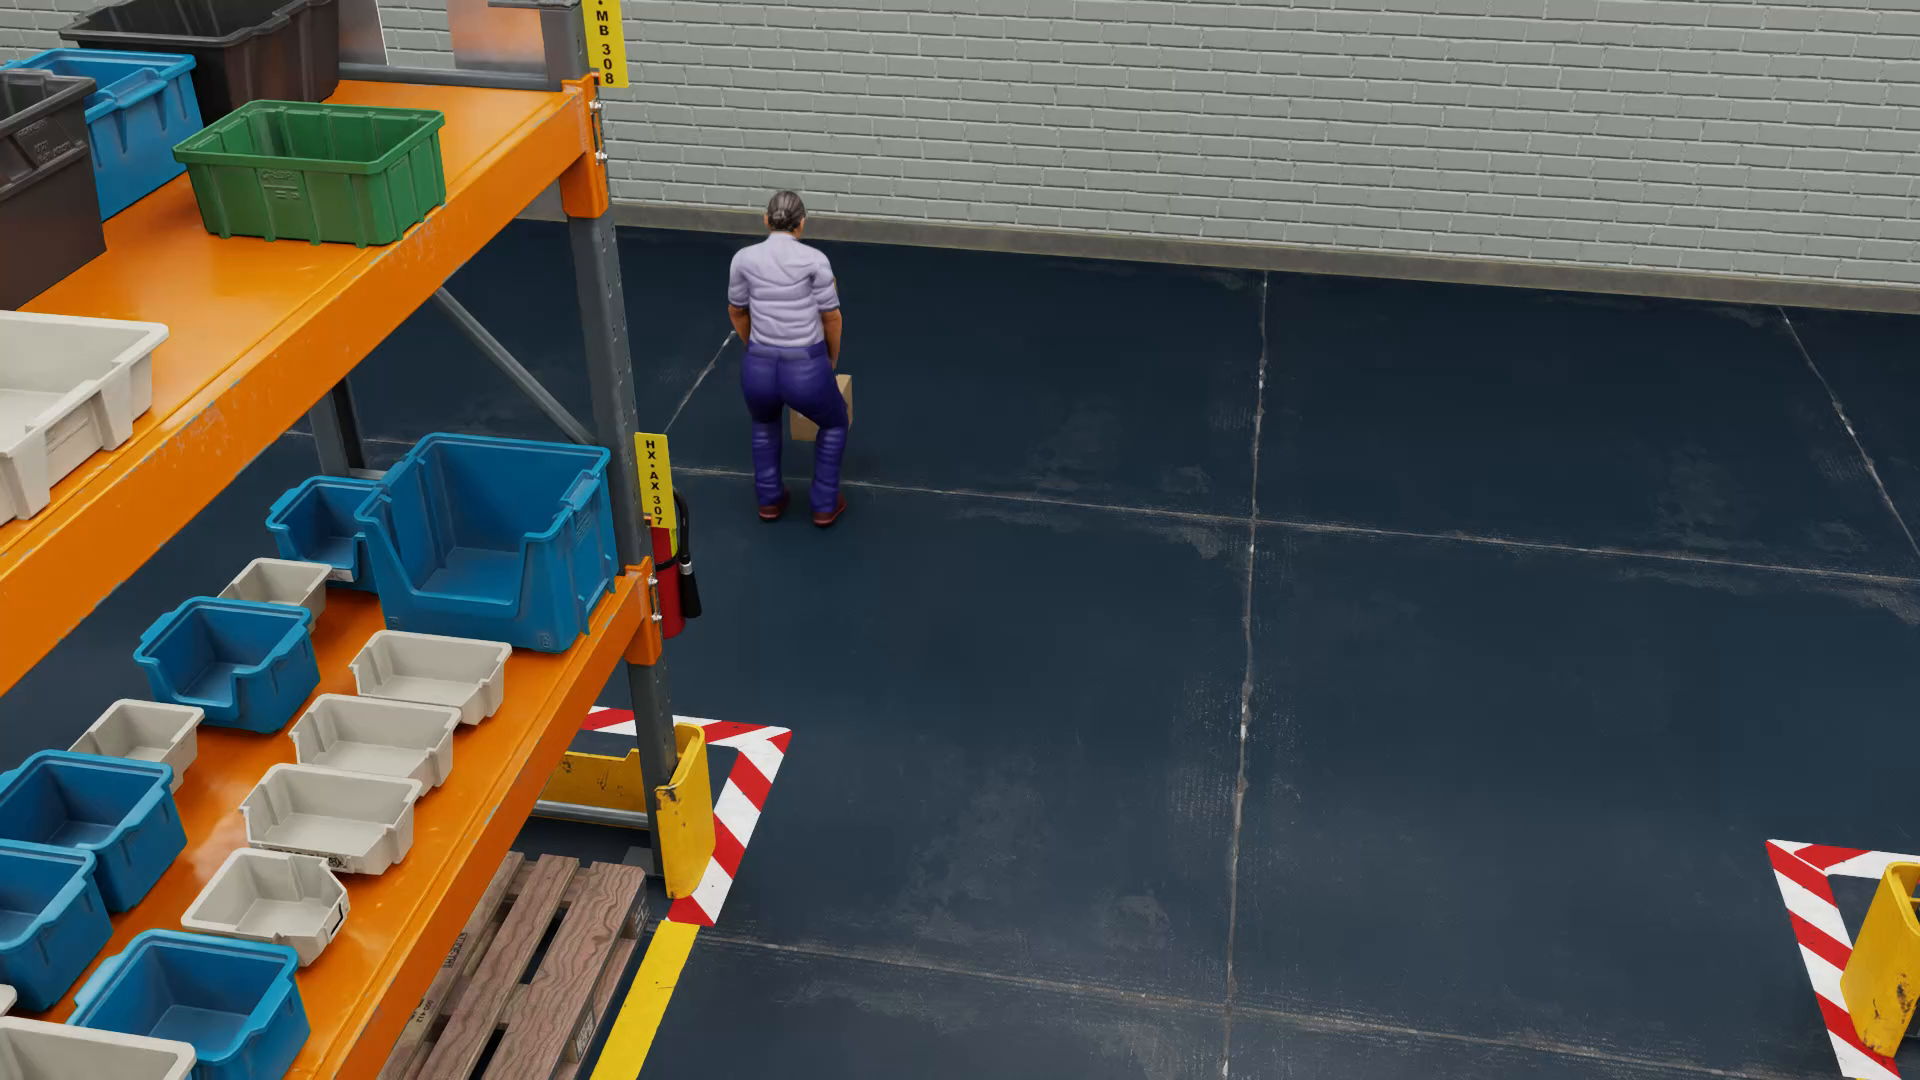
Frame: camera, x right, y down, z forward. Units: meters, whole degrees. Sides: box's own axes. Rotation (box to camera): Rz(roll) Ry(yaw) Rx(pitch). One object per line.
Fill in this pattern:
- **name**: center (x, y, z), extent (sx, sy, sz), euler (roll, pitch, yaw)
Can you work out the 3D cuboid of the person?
- **person**: center (-0.787, -0.777, 7.490), extent (0.519, 1.529, 0.507), euler (6, 33, 10)
